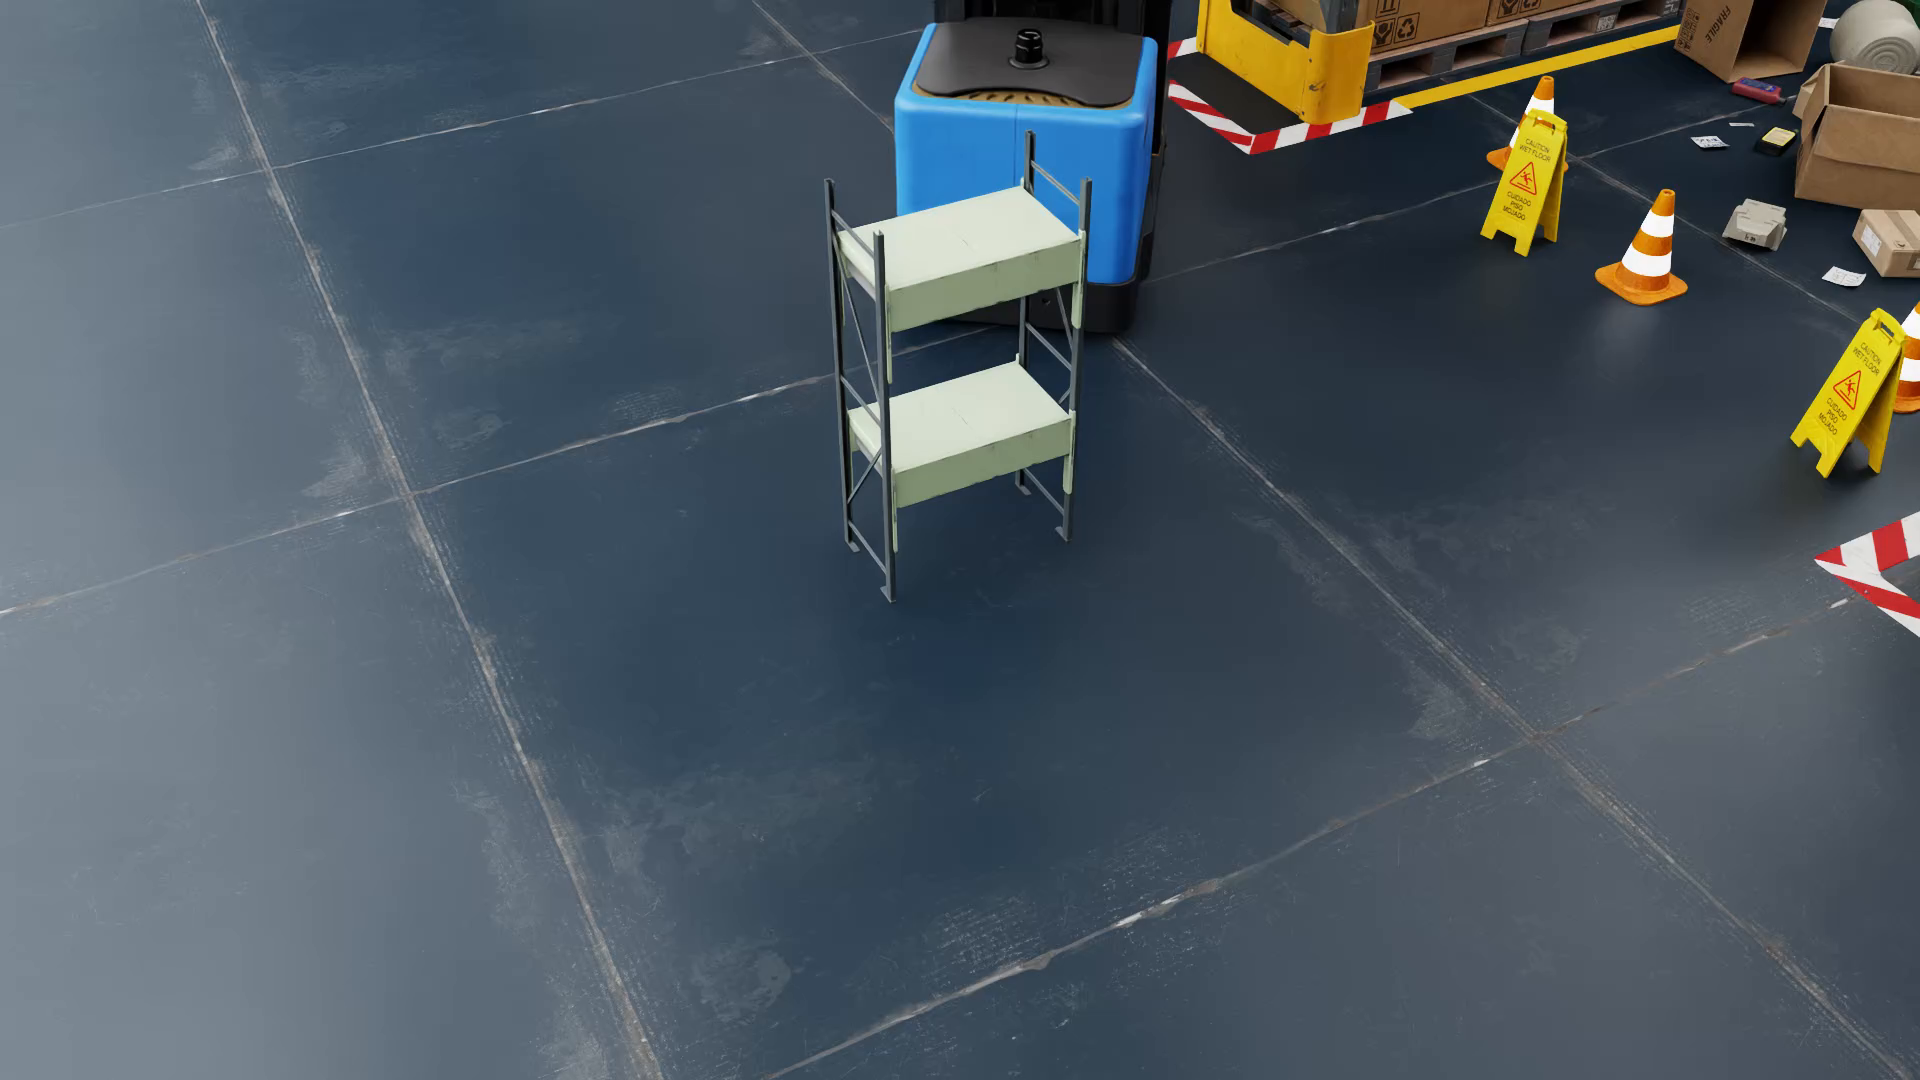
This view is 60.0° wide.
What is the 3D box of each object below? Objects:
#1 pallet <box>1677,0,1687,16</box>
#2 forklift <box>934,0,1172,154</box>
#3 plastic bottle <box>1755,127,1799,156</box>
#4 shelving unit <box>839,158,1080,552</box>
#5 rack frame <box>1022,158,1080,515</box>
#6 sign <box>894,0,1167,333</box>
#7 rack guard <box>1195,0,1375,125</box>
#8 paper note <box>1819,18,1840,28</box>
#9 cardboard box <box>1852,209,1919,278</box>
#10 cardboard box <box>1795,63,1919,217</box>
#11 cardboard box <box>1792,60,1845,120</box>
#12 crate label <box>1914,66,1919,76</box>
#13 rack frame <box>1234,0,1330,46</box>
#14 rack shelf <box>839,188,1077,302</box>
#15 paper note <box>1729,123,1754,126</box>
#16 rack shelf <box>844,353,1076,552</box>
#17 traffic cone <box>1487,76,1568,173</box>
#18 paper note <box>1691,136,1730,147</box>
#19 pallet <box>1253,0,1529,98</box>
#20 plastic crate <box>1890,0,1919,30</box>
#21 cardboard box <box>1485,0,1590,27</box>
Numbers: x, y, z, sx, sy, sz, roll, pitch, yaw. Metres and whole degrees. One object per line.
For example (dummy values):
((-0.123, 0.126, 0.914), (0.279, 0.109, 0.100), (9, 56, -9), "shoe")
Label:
((4.619, -3.679, 10.433), (1.213, 0.211, 1.003), (-19, 44, -21), "pallet")
((0.466, -2.966, 7.486), (1.121, 2.935, 3.031), (6, 41, 7), "forklift")
((4.269, -2.091, 8.673), (0.133, 0.061, 0.283), (31, 49, 31), "plastic bottle")
((-0.001, -0.572, 5.765), (0.731, 1.308, 0.431), (-19, 44, -21), "shelving unit")
((0.319, -0.679, 5.891), (0.010, 1.308, 0.380), (-19, 44, -21), "rack frame")
((0.370, -2.557, 7.084), (2.025, 2.768, 2.177), (-19, 44, -21), "sign")
((1.761, -2.771, 9.136), (0.348, 0.500, 1.175), (-19, 44, -21), "rack guard")
((5.152, -3.073, 9.856), (0.147, 0.020, 0.142), (15, 42, 17), "paper note")
((4.387, -1.386, 7.772), (0.250, 0.149, 0.380), (2, 40, 2), "cardboard box")
((4.547, -1.948, 8.161), (0.797, 0.503, 0.637), (15, 42, 17), "cardboard box")
((4.656, -2.314, 8.778), (0.258, 0.266, 0.396), (-12, 42, -13), "cardboard box")
((5.477, -2.715, 9.352), (0.298, 0.136, 0.250), (15, 42, 17), "crate label")
((1.780, -3.734, 8.339), (0.053, 2.616, 0.949), (-19, 44, -21), "rack frame")
((-0.006, -0.943, 5.448), (0.686, 0.124, 0.368), (-19, 44, -21), "rack shelf")
((4.163, -2.212, 8.855), (0.123, 0.001, 0.032), (2, 40, 2), "paper note")
((-0.006, -0.322, 5.974), (0.720, 0.370, 0.431), (-19, 44, -21), "rack shelf")
((2.909, -2.108, 8.383), (0.334, 0.463, 0.336), (-19, 44, -21), "traffic cone")
((3.920, -2.081, 8.686), (0.142, 0.017, 0.144), (-5, 40, -6), "paper note")
((2.455, -2.951, 9.573), (1.213, 0.211, 1.003), (-19, 44, -21), "pallet")
((5.781, -3.072, 9.689), (0.662, 0.188, 0.450), (2, 30, 2), "plastic crate")
((3.132, -3.585, 9.483), (0.875, 0.875, 0.875), (-19, 44, -21), "cardboard box")
